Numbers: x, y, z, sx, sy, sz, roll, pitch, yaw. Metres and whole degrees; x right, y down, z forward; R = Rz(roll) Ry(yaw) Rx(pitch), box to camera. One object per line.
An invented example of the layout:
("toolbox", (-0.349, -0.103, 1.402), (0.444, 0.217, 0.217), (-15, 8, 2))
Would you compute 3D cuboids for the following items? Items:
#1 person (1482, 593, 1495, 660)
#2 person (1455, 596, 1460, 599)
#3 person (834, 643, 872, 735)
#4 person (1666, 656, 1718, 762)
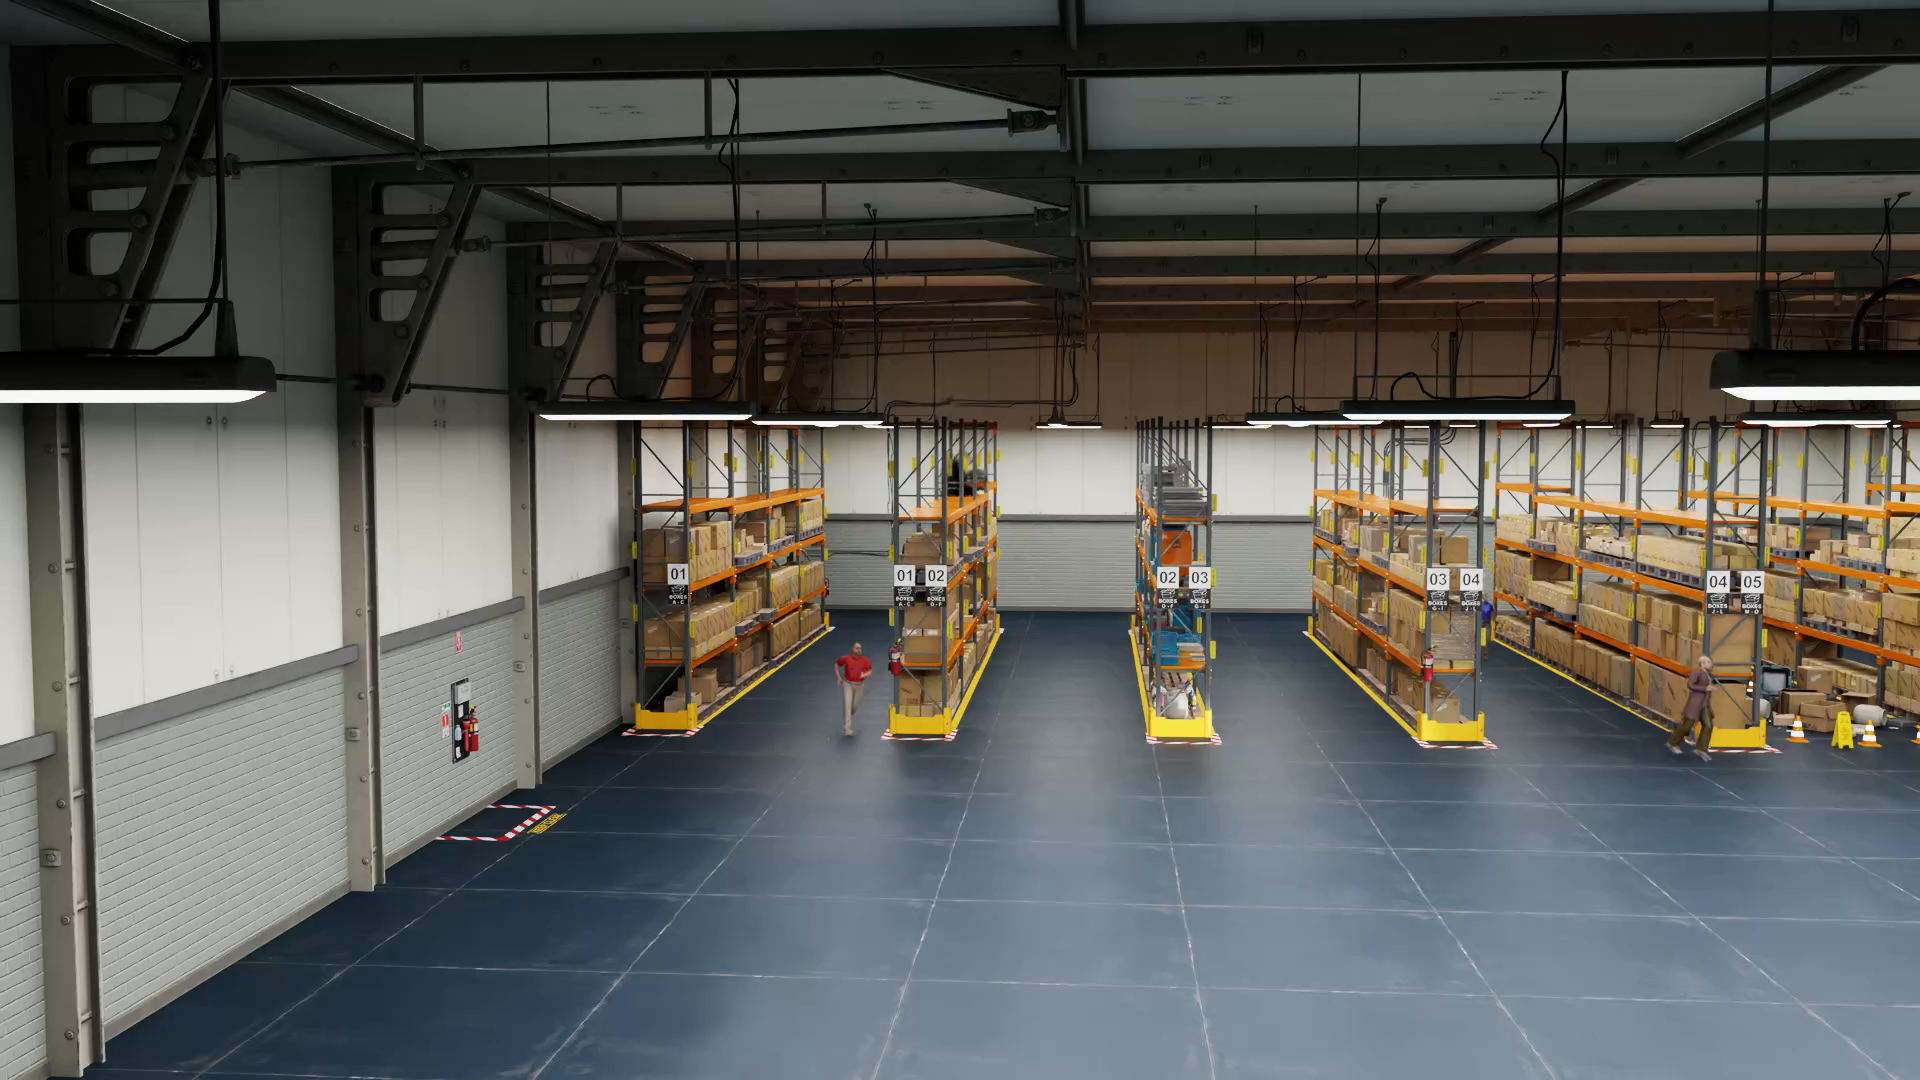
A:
("person", (13.251, 2.217, 42.073), (0.592, 1.557, 0.900), (0, 4, 5))
("person", (13.500, 1.907, 45.630), (0.762, 1.682, 0.528), (1, 4, 21))
("person", (-1.998, 2.784, 31.504), (0.695, 1.685, 1.007), (-1, 4, -17))
("person", (12.992, 2.938, 29.263), (0.711, 1.798, 0.878), (-2, 4, -31))
